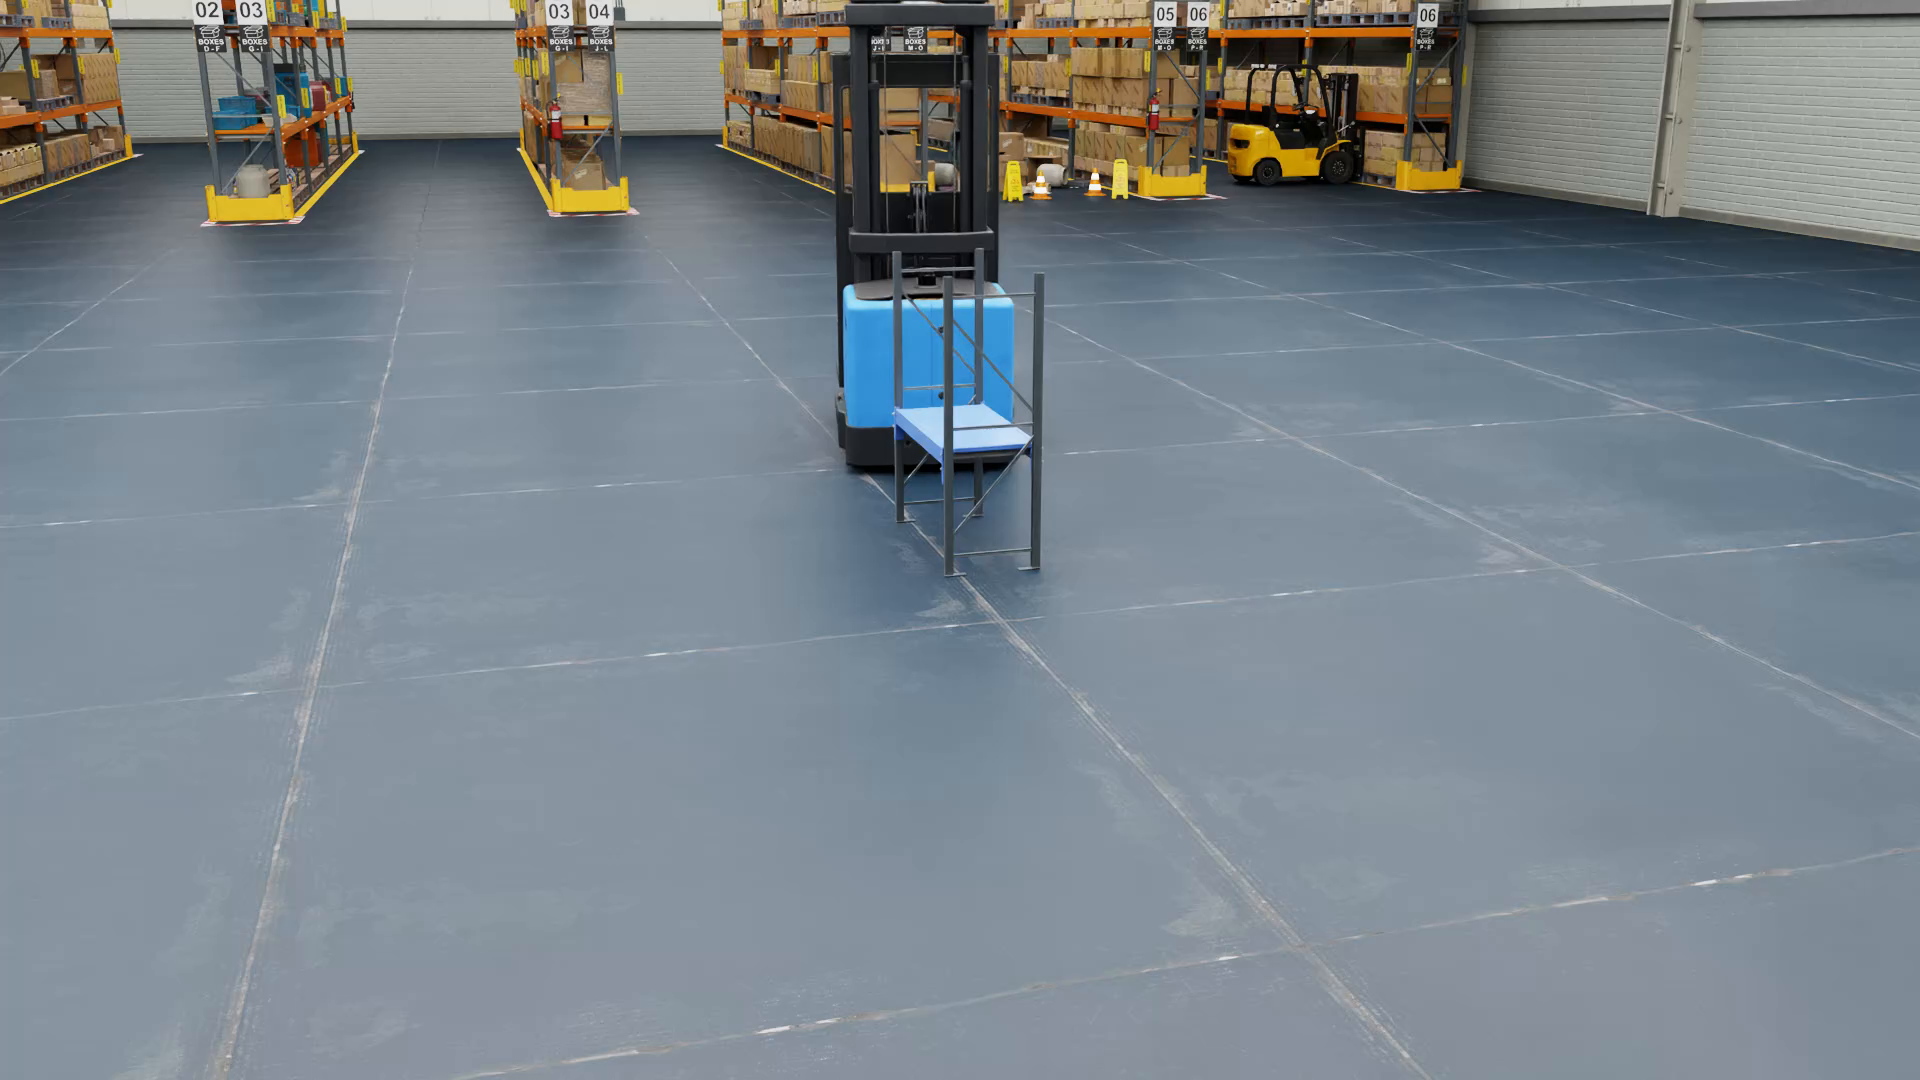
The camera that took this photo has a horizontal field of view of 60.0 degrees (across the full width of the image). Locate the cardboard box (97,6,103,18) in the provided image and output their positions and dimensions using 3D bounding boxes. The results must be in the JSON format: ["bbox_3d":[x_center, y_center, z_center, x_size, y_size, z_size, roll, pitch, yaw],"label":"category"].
[{"bbox_3d":[-19.220,-11.628,36.625,0.500,0.250,0.500,-5,17,-15],"label":"cardboard box"}]

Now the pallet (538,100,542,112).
[{"bbox_3d":[-7.436,-8.217,31.426,1.003,0.211,1.213,-5,17,-15],"label":"pallet"}]

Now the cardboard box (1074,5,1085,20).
[{"bbox_3d":[2.466,-9.894,31.205,0.500,0.250,0.500,-5,17,-16],"label":"cardboard box"}]

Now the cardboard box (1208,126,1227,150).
[{"bbox_3d":[5.957,-9.134,37.760,0.500,0.500,0.500,-4,17,-14],"label":"cardboard box"}]

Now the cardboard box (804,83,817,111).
[{"bbox_3d":[-2.663,-8.421,31.600,0.500,0.500,0.500,-5,17,-16],"label":"cardboard box"}]

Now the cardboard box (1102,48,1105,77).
[{"bbox_3d":[2.982,-8.639,30.070,0.700,0.500,0.500,-5,17,-16],"label":"cardboard box"}]

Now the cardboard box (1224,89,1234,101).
[{"bbox_3d":[6.167,-9.816,36.677,0.500,0.250,0.500,-5,17,-15],"label":"cardboard box"}]

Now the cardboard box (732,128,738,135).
[{"bbox_3d":[-5.385,-10.022,40.812,0.380,0.149,0.250,-4,17,-14],"label":"cardboard box"}]

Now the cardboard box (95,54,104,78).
[{"bbox_3d":[-18.930,-10.284,36.063,0.500,0.500,0.500,-4,17,-14],"label":"cardboard box"}]

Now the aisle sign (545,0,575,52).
[{"bbox_3d":[-6.093,-7.844,25.333,0.394,0.787,0.004,-5,17,-15],"label":"aisle sign"}]

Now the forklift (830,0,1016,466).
[{"bbox_3d":[-0.310,-2.235,11.297,1.130,2.935,3.031,-2,17,-5],"label":"forklift"}]

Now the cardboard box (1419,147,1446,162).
[{"bbox_3d":[8.549,-7.087,30.512,0.500,0.250,0.500,-4,17,-14],"label":"cardboard box"}]

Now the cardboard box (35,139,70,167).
[{"bbox_3d":[-17.678,-7.516,32.341,0.500,0.500,0.500,-5,17,-16],"label":"cardboard box"}]

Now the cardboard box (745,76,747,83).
[{"bbox_3d":[-4.656,-10.401,37.555,0.380,0.149,0.250,-4,17,-14],"label":"cardboard box"}]

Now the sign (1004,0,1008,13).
[{"bbox_3d":[0.973,-11.317,35.162,0.100,0.325,0.005,-5,17,-15],"label":"sign"}]

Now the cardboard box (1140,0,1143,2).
[{"bbox_3d":[3.297,-9.266,28.423,0.380,0.149,0.250,-4,17,-14],"label":"cardboard box"}]

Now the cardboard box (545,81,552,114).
[{"bbox_3d":[-6.199,-7.113,26.729,0.875,0.500,0.500,-5,17,-15],"label":"cardboard box"}]

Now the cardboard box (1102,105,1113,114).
[{"bbox_3d":[2.825,-7.875,30.391,0.380,0.149,0.250,-5,17,-15],"label":"cardboard box"}]

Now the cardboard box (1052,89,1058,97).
[{"bbox_3d":[2.040,-8.874,32.987,0.380,0.149,0.250,-5,17,-16],"label":"cardboard box"}]

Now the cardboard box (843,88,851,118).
[{"bbox_3d":[-1.561,-7.634,28.890,0.875,0.550,0.500,-5,17,-15],"label":"cardboard box"}]

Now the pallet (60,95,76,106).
[{"bbox_3d":[-18.530,-8.856,33.553,1.003,0.211,1.213,-5,17,-15],"label":"pallet"}]

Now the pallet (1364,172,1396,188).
[{"bbox_3d":[8.228,-6.690,30.856,1.003,0.211,1.213,-5,17,-15],"label":"pallet"}]

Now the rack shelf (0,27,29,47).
[{"bbox_3d":[-16.996,-8.610,28.436,1.077,0.370,4.000,-5,17,-15],"label":"rack shelf"}]

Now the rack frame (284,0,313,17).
[{"bbox_3d":[-12.782,-11.334,31.043,1.000,3.000,0.127,-5,17,-15],"label":"rack frame"}]

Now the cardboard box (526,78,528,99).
[{"bbox_3d":[-9.094,-9.721,35.927,0.500,0.500,0.500,-5,17,-15],"label":"cardboard box"}]

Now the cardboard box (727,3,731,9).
[{"bbox_3d":[-5.428,-12.897,40.159,0.380,0.149,0.250,-4,17,-14],"label":"cardboard box"}]

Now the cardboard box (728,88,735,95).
[{"bbox_3d":[-5.515,-11.048,40.956,0.380,0.149,0.250,-5,17,-17],"label":"cardboard box"}]

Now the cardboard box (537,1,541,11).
[{"bbox_3d":[-6.836,-8.898,27.713,0.380,0.149,0.250,-5,17,-16],"label":"cardboard box"}]

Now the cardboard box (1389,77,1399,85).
[{"bbox_3d":[8.015,-8.318,30.127,0.380,0.149,0.250,-4,17,-14],"label":"cardboard box"}]

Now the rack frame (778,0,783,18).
[{"bbox_3d":[-3.223,-12.090,33.559,1.000,3.000,0.127,-5,17,-15],"label":"rack frame"}]

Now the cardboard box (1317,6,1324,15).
[{"bbox_3d":[7.211,-10.341,32.481,0.380,0.149,0.250,-4,17,-14],"label":"cardboard box"}]

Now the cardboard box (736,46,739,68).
[{"bbox_3d":[-4.986,-11.387,39.216,0.500,0.500,0.500,-4,17,-14],"label":"cardboard box"}]

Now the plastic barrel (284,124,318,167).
[{"bbox_3d":[-12.933,-7.757,32.604,0.600,0.830,0.708,-5,17,-15],"label":"plastic barrel"}]

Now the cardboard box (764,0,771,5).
[{"bbox_3d":[-3.957,-11.514,35.350,0.396,0.266,0.258,-5,17,-15],"label":"cardboard box"}]

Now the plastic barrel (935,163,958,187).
[{"bbox_3d":[-0.337,-6.684,30.469,0.512,0.421,0.421,7,18,23],"label":"plastic barrel"}]

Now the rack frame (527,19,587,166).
[{"bbox_3d":[-8.020,-8.853,33.210,1.000,3.000,0.127,-5,17,-15],"label":"rack frame"}]

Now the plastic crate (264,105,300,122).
[{"bbox_3d":[-11.118,-6.999,27.297,0.499,0.251,0.616,-5,17,-15],"label":"plastic crate"}]

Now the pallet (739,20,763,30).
[{"bbox_3d":[-4.255,-11.491,37.105,1.213,0.211,1.003,-5,17,-15],"label":"pallet"}]

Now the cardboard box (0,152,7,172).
[{"bbox_3d":[-16.453,-6.390,28.086,0.500,0.311,0.500,-5,17,-16],"label":"cardboard box"}]

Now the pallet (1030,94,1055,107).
[{"bbox_3d":[2.092,-9.000,34.034,1.003,0.211,1.213,-5,17,-15],"label":"pallet"}]

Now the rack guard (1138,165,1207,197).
[{"bbox_3d":[3.686,-6.247,28.881,1.175,0.500,0.348,-5,17,-15],"label":"rack guard"}]

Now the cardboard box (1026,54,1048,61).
[{"bbox_3d":[1.608,-10.319,36.179,0.500,0.500,0.500,-5,18,-17],"label":"cardboard box"}]

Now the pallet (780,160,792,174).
[{"bbox_3d":[-3.079,-7.658,34.078,1.003,0.211,1.213,-5,17,-15],"label":"pallet"}]

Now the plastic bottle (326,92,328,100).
[{"bbox_3d":[-13.263,-9.265,34.666,0.144,0.351,0.185,-5,17,-15],"label":"plastic bottle"}]

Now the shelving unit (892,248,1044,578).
[{"bbox_3d":[0.023,-0.695,8.658,0.538,1.500,1.048,-5,17,-15],"label":"shelving unit"}]

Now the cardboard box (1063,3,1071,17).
[{"bbox_3d":[2.308,-10.246,32.164,0.500,0.250,0.500,-5,17,-16],"label":"cardboard box"}]

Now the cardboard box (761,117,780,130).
[{"bbox_3d":[-4.089,-9.173,36.587,0.500,0.250,0.500,-4,17,-13],"label":"cardboard box"}]

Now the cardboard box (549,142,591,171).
[{"bbox_3d":[-7.336,-7.220,31.353,0.700,0.500,0.500,-6,18,-20],"label":"cardboard box"}]

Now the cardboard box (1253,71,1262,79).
[{"bbox_3d":[6.449,-9.921,35.464,0.380,0.149,0.250,-4,17,-14],"label":"cardboard box"}]

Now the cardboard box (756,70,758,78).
[{"bbox_3d":[-4.222,-10.112,36.074,0.380,0.149,0.250,-4,17,-14],"label":"cardboard box"}]

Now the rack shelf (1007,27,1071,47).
[{"bbox_3d":[2.058,-10.175,33.649,1.077,0.370,4.000,-5,17,-15],"label":"rack shelf"}]
